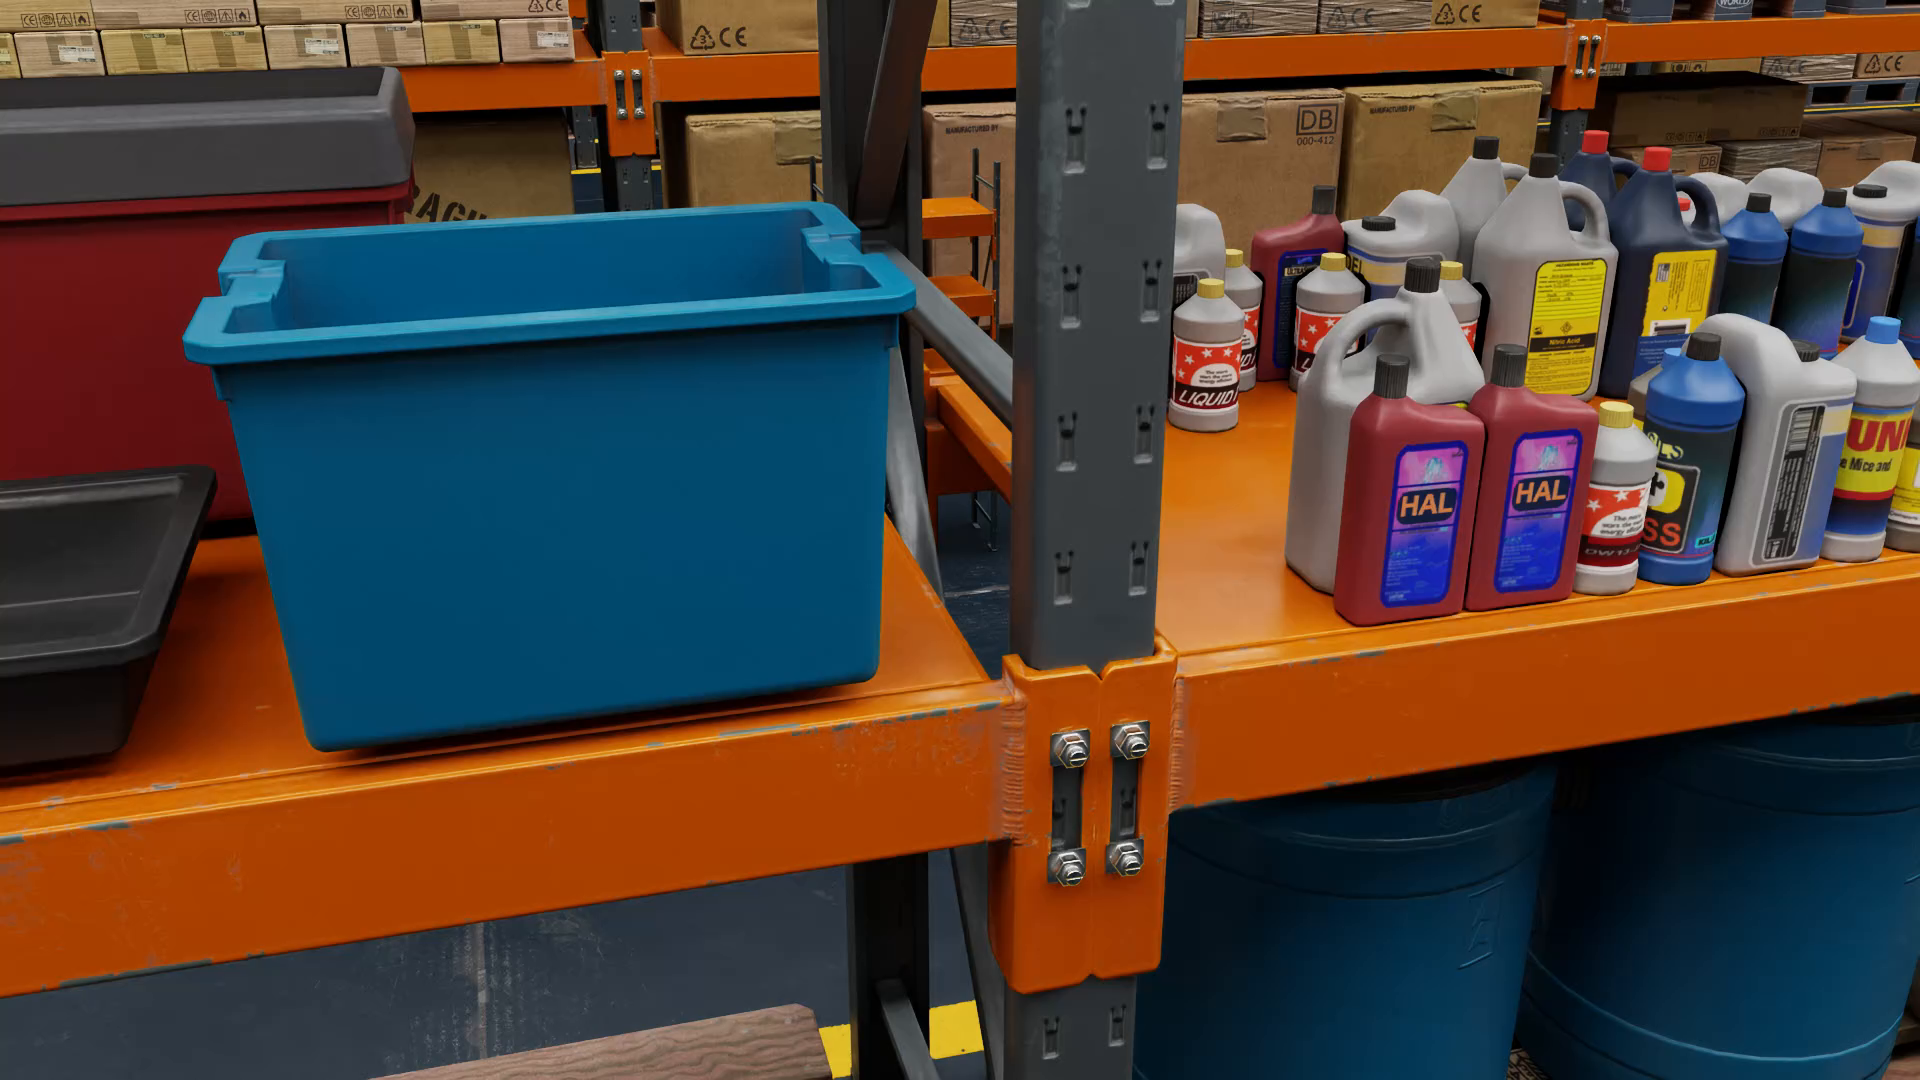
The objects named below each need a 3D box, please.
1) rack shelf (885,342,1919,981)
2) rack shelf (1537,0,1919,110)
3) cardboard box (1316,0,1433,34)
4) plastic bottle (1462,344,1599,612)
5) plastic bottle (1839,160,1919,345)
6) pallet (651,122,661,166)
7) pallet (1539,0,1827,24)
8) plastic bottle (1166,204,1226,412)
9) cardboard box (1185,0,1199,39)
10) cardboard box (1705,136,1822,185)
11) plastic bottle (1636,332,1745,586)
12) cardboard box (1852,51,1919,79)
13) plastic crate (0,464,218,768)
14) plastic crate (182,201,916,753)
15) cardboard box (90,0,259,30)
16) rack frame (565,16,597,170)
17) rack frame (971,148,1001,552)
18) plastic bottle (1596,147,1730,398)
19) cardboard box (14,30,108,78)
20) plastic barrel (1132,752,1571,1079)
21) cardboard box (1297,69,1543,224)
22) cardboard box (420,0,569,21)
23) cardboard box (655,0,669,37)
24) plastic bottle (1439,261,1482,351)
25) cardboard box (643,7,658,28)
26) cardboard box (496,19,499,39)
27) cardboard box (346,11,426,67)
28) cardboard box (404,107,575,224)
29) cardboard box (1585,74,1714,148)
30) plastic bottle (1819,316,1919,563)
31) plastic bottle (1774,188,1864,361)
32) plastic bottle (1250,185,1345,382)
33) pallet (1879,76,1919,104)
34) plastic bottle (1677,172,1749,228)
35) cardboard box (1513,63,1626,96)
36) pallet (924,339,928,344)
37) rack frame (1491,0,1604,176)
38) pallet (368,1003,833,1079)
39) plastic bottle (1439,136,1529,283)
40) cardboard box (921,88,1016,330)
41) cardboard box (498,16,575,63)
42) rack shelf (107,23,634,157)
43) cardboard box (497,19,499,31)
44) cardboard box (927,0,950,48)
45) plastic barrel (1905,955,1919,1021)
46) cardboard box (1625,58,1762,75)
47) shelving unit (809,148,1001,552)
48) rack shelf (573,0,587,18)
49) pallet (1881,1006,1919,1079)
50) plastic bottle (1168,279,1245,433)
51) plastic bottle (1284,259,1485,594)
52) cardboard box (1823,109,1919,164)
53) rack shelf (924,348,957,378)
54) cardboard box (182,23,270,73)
[{"bbox_3d":[1.924,-0.113,2.622,4.000,0.370,1.077,-6,24,-14],"label":"rack shelf"},{"bbox_3d":[4.437,-2.420,7.998,4.000,0.370,1.077,-6,24,-14],"label":"rack shelf"},{"bbox_3d":[1.622,-2.386,6.879,0.500,0.500,0.500,-7,24,-15],"label":"cardboard box"},{"bbox_3d":[0.595,-0.068,1.754,0.133,0.283,0.061,-6,24,-14],"label":"plastic bottle"},{"bbox_3d":[1.480,-0.470,2.699,0.135,0.276,0.152,-6,24,-14],"label":"plastic bottle"},{"bbox_3d":[-1.833,-2.807,11.524,1.213,0.211,1.003,-6,24,-14],"label":"pallet"},{"bbox_3d":[3.169,-2.565,7.668,1.003,0.211,1.213,-6,24,-14],"label":"pallet"},{"bbox_3d":[0.290,-0.339,2.392,0.135,0.276,0.152,-6,24,-14],"label":"plastic bottle"},{"bbox_3d":[0.633,-2.275,6.622,0.500,0.500,0.500,-6,24,-13],"label":"cardboard box"},{"bbox_3d":[3.682,-1.734,8.098,0.500,0.500,0.700,-8,25,-19],"label":"cardboard box"},{"bbox_3d":[0.795,-0.093,1.825,0.097,0.271,0.097,0,23,0],"label":"plastic bottle"},{"bbox_3d":[7.490,-4.308,13.648,0.875,0.875,0.875,-7,24,-15],"label":"cardboard box"},{"bbox_3d":[-1.007,0.089,1.511,0.590,0.125,0.437,-6,24,-14],"label":"plastic crate"},{"bbox_3d":[-0.359,-0.072,1.557,0.575,0.384,0.392,-6,24,-14],"label":"plastic crate"},{"bbox_3d":[-2.683,-1.922,5.738,0.500,0.250,0.500,-6,24,-13],"label":"cardboard box"},{"bbox_3d":[-2.582,-4.005,10.780,0.127,3.000,1.000,-6,24,-14],"label":"rack frame"},{"bbox_3d":[0.076,-0.560,5.033,0.015,1.200,0.240,-6,24,-14],"label":"rack frame"},{"bbox_3d":[1.012,-0.395,2.430,0.185,0.351,0.144,-6,24,-14],"label":"plastic bottle"},{"bbox_3d":[-3.027,-1.675,5.669,0.250,0.149,0.380,-6,24,-14],"label":"cardboard box"},{"bbox_3d":[0.527,0.489,2.435,0.708,0.901,0.600,-6,24,-14],"label":"plastic barrel"},{"bbox_3d":[1.841,-1.688,7.543,0.875,0.875,1.225,-7,24,-17],"label":"cardboard box"},{"bbox_3d":[-1.694,-2.032,5.995,0.500,0.250,0.500,-7,24,-15],"label":"cardboard box"},{"bbox_3d":[-0.963,-2.311,6.704,0.500,0.500,0.500,-6,24,-14],"label":"cardboard box"},{"bbox_3d":[0.694,-0.298,2.392,0.097,0.201,0.097,0,23,0],"label":"plastic bottle"},{"bbox_3d":[-1.799,-3.372,10.992,0.500,0.250,0.500,-7,24,-17],"label":"cardboard box"},{"bbox_3d":[-1.967,-2.063,6.571,0.250,0.149,0.380,-7,24,-16],"label":"cardboard box"},{"bbox_3d":[-2.040,-1.784,5.923,0.250,0.149,0.380,-7,24,-15],"label":"cardboard box"},{"bbox_3d":[-1.997,-1.288,6.609,0.875,0.875,0.875,-6,24,-14],"label":"cardboard box"},{"bbox_3d":[3.149,-2.018,7.810,0.500,0.250,0.500,-5,24,-12],"label":"cardboard box"},{"bbox_3d":[1.018,-0.117,1.882,0.097,0.271,0.097,0,23,0],"label":"plastic bottle"},{"bbox_3d":[1.309,-0.398,2.537,0.097,0.271,0.097,0,23,0],"label":"plastic bottle"},{"bbox_3d":[0.501,-0.384,2.489,0.133,0.283,0.061,-6,24,-14],"label":"plastic bottle"},{"bbox_3d":[8.223,-3.887,14.041,1.213,0.211,1.003,-6,24,-14],"label":"pallet"},{"bbox_3d":[1.128,-0.431,2.608,0.135,0.276,0.152,-6,24,-14],"label":"plastic bottle"},{"bbox_3d":[4.547,-3.916,12.893,0.750,0.750,1.050,-6,24,-15],"label":"cardboard box"},{"bbox_3d":[-0.617,-0.941,7.174,1.213,0.211,1.003,-6,24,-14],"label":"pallet"},{"bbox_3d":[2.512,-2.537,7.359,0.127,3.000,1.000,-6,24,-14],"label":"rack frame"},{"bbox_3d":[-0.699,1.144,2.317,1.213,0.211,1.003,-6,24,-14],"label":"pallet"},{"bbox_3d":[0.795,-0.430,2.511,0.185,0.351,0.144,-6,24,-14],"label":"plastic bottle"},{"bbox_3d":[0.131,-1.499,7.102,0.875,0.875,1.225,-7,24,-16],"label":"cardboard box"},{"bbox_3d":[-1.545,-1.839,6.050,0.250,0.149,0.380,-6,24,-14],"label":"cardboard box"},{"bbox_3d":[-3.265,-1.568,6.012,4.000,0.370,1.077,-6,24,-14],"label":"rack shelf"},{"bbox_3d":[-4.650,-4.863,15.496,0.875,0.438,0.875,-7,24,-15],"label":"cardboard box"},{"bbox_3d":[-0.346,-2.165,6.365,0.500,0.500,0.500,-6,24,-14],"label":"cardboard box"},{"bbox_3d":[1.776,0.566,2.748,0.421,0.512,0.421,0,23,0],"label":"plastic barrel"},{"bbox_3d":[5.745,-4.114,13.196,0.875,0.875,0.875,-6,24,-14],"label":"cardboard box"},{"bbox_3d":[-0.159,-0.534,4.972,0.503,1.200,0.258,-6,24,-14],"label":"shelving unit"},{"bbox_3d":[-0.657,-3.888,11.418,4.000,0.370,1.077,-6,24,-14],"label":"rack shelf"},{"bbox_3d":[1.929,0.853,2.995,1.213,0.211,1.003,-6,24,-14],"label":"pallet"},{"bbox_3d":[0.342,-0.259,2.301,0.097,0.201,0.097,0,23,0],"label":"plastic bottle"},{"bbox_3d":[0.464,-0.127,1.804,0.185,0.351,0.144,-6,24,-14],"label":"plastic bottle"},{"bbox_3d":[4.763,-1.856,8.384,0.500,0.500,0.700,-8,25,-19],"label":"cardboard box"},{"bbox_3d":[-0.159,-0.472,4.999,0.480,0.148,0.258,-6,24,-14],"label":"rack shelf"},{"bbox_3d":[-2.536,-1.729,5.794,0.250,0.149,0.380,-6,24,-13],"label":"cardboard box"}]
